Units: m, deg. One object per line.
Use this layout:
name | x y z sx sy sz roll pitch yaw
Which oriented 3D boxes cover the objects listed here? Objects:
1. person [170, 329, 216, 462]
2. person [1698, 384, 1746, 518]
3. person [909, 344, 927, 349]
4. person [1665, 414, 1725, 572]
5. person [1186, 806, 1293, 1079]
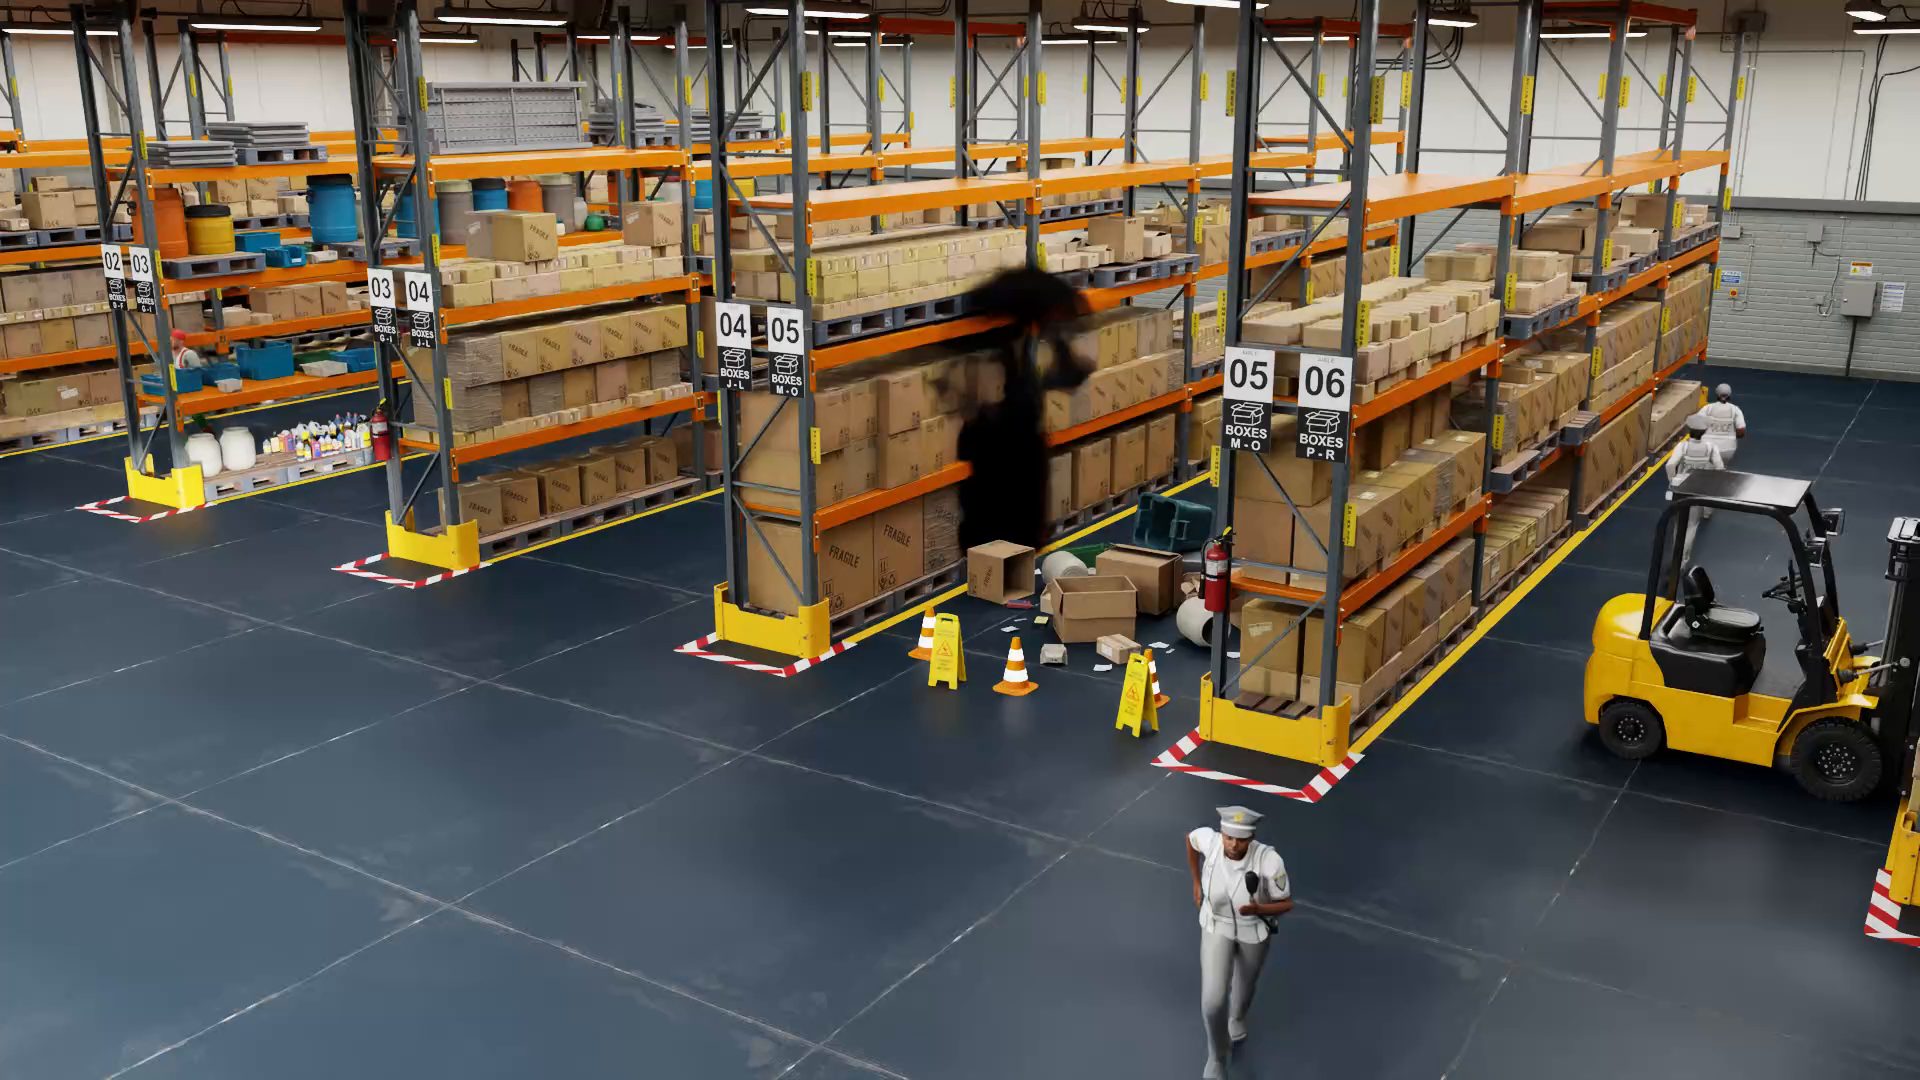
person | -10.754 -2.025 23.201 0.620 1.851 0.799 5 16 19
person | 9.137 -1.080 20.080 0.590 1.634 0.563 8 18 28
person | -0.511 -2.094 22.695 0.525 1.621 0.774 9 18 30
person | 7.812 -0.462 17.748 0.583 1.747 0.801 7 17 24
person | 1.448 2.066 8.738 0.568 1.660 0.902 3 16 11
